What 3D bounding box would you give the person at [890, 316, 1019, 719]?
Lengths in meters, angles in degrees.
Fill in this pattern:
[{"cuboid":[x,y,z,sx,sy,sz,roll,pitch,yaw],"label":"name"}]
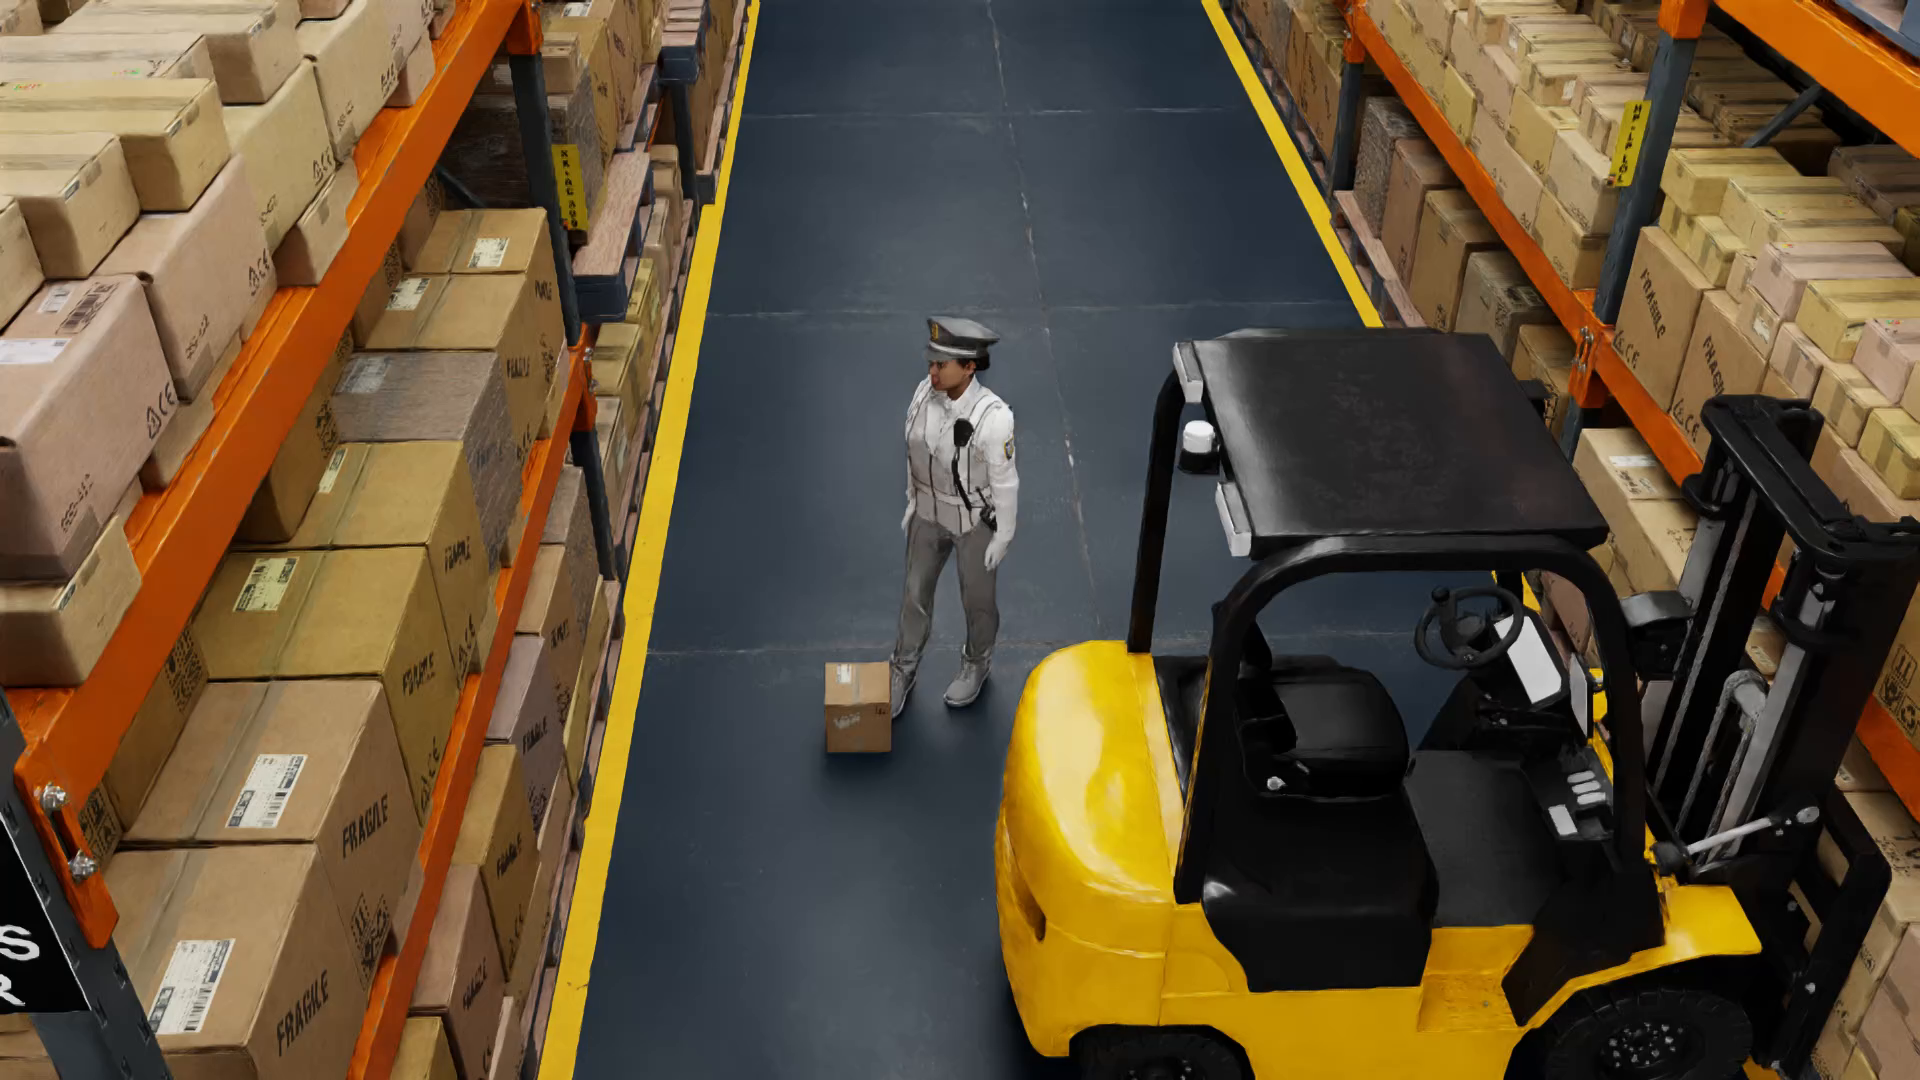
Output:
[{"cuboid":[-0.060,-0.044,6.174,0.484,1.693,0.526,25,43,31],"label":"person"}]
